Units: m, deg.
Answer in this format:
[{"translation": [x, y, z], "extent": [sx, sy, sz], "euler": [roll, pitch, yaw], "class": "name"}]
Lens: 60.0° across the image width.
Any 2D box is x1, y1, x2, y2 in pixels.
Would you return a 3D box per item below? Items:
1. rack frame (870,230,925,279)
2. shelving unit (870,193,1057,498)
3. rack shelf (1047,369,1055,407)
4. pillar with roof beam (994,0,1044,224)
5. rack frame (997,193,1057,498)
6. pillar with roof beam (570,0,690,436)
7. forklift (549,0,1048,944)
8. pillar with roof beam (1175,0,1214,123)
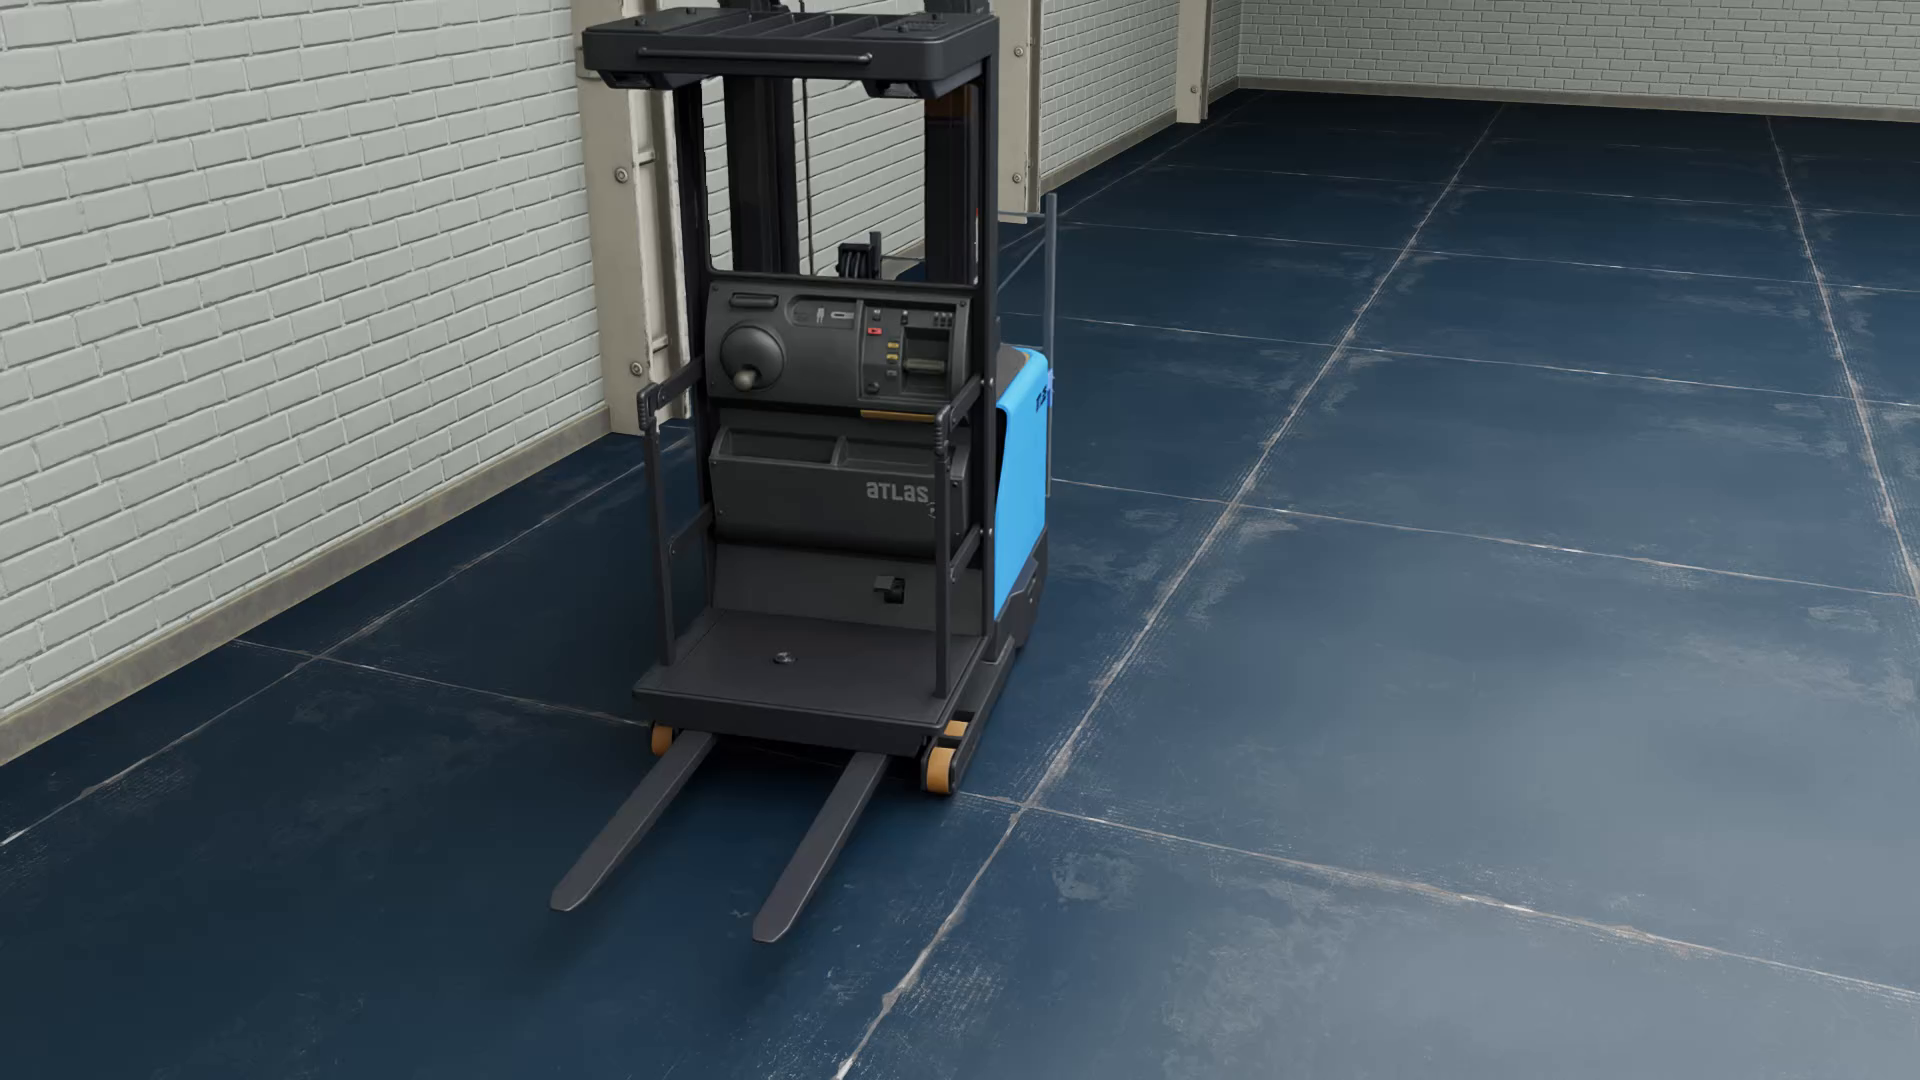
[{"translation": [-0.135, -0.570, 7.168], "extent": [0.500, 1.500, 0.032], "euler": [8, 24, 18], "class": "rack frame"}, {"translation": [0.036, -0.754, 7.610], "extent": [0.538, 1.500, 1.048], "euler": [8, 24, 18], "class": "shelving unit"}, {"translation": [0.036, -0.588, 7.679], "extent": [0.538, 0.185, 1.000], "euler": [8, 24, 18], "class": "rack shelf"}, {"translation": [4.484, -6.336, 11.243], "extent": [9.100, 9.000, 0.400], "euler": [9, 24, 20], "class": "pillar with roof beam"}, {"translation": [0.207, -0.939, 8.052], "extent": [0.500, 1.500, 0.032], "euler": [8, 24, 18], "class": "rack frame"}, {"translation": [2.255, -4.189, 6.103], "extent": [9.100, 9.000, 0.400], "euler": [9, 24, 20], "class": "pillar with roof beam"}, {"translation": [-0.474, -0.644, 5.490], "extent": [1.130, 2.935, 3.031], "euler": [5, 23, 13], "class": "forklift"}, {"translation": [6.713, -8.483, 16.383], "extent": [9.100, 9.000, 0.400], "euler": [9, 24, 20], "class": "pillar with roof beam"}]
